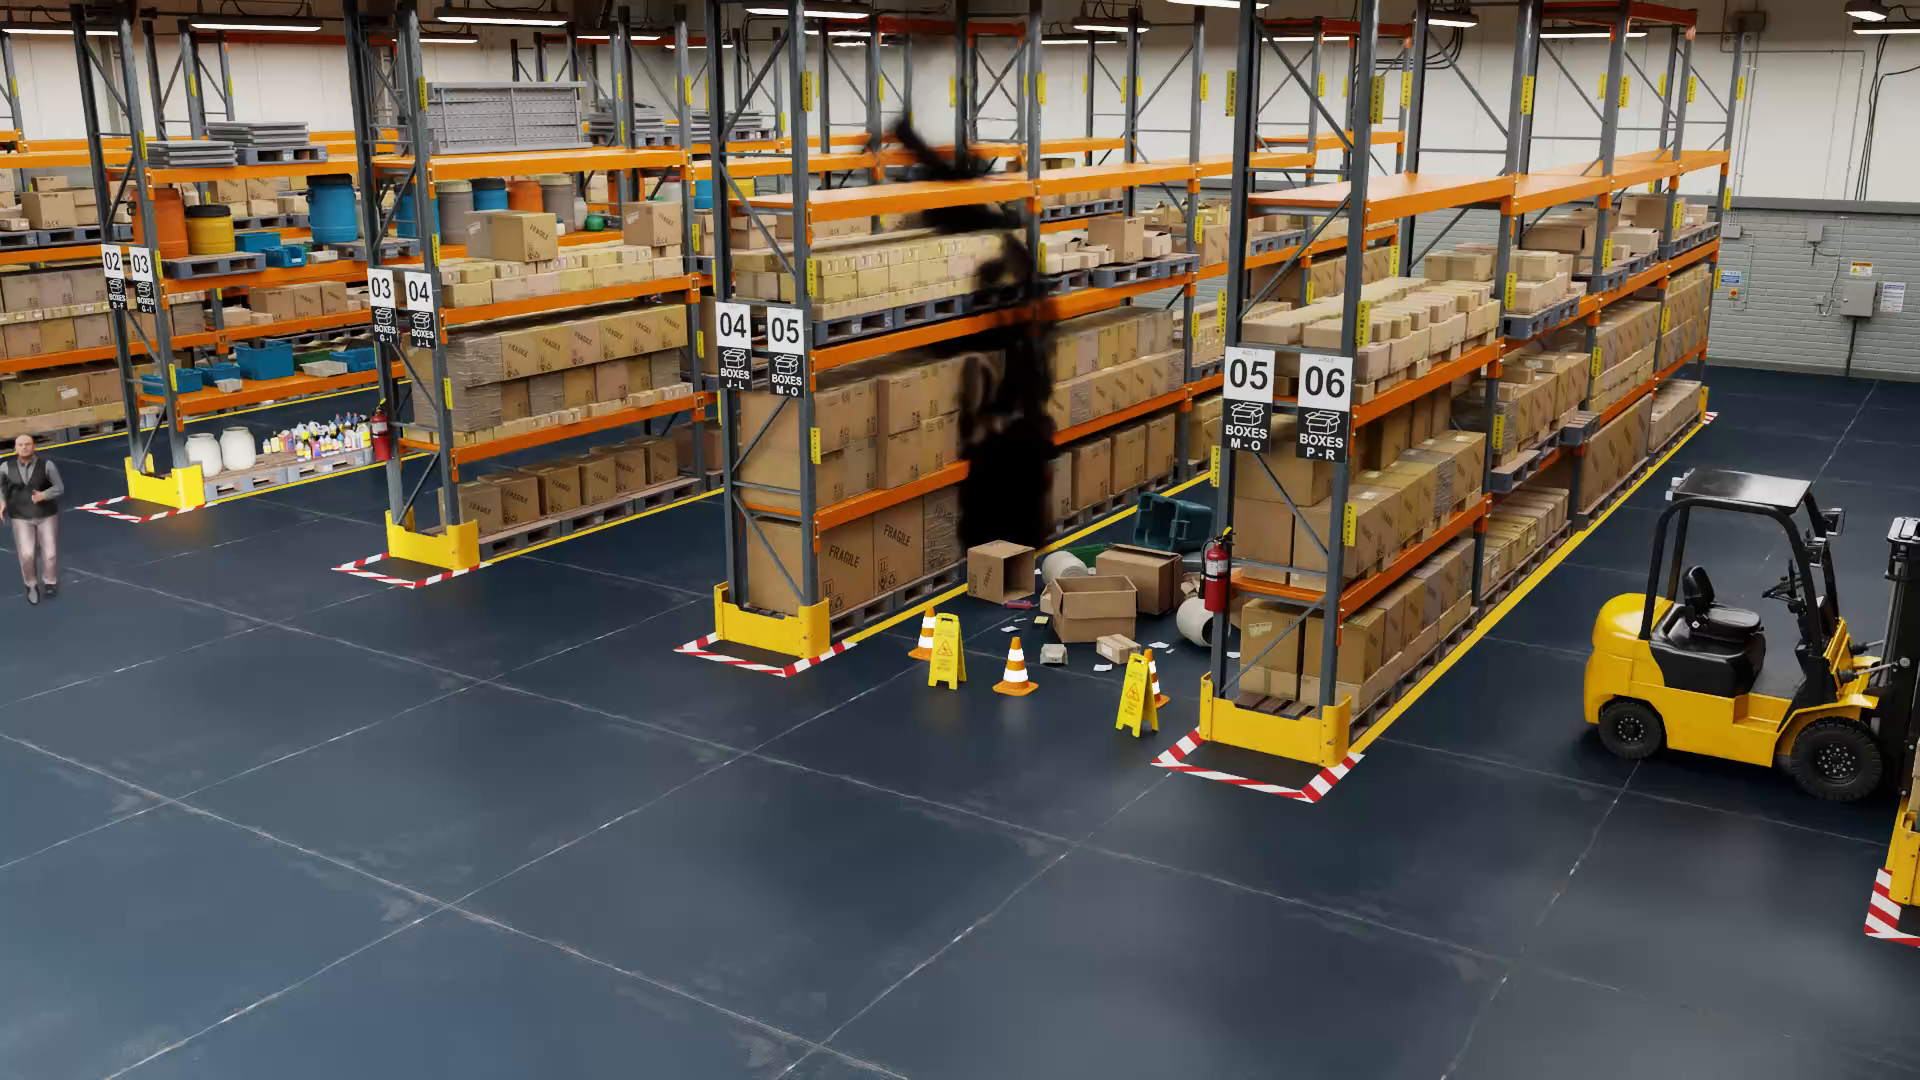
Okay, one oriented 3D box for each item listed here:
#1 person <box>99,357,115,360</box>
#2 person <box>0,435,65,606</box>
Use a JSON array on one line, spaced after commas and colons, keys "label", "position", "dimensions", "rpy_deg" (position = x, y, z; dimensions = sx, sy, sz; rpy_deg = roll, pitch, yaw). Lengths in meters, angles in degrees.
[{"label": "person", "position": [-13.704, -3.001, 26.830], "dimensions": [0.709, 1.696, 0.757], "rpy_deg": [6, 17, 21]}, {"label": "person", "position": [-9.330, -0.199, 16.748], "dimensions": [0.630, 1.724, 0.703], "rpy_deg": [-9, 18, -29]}]
